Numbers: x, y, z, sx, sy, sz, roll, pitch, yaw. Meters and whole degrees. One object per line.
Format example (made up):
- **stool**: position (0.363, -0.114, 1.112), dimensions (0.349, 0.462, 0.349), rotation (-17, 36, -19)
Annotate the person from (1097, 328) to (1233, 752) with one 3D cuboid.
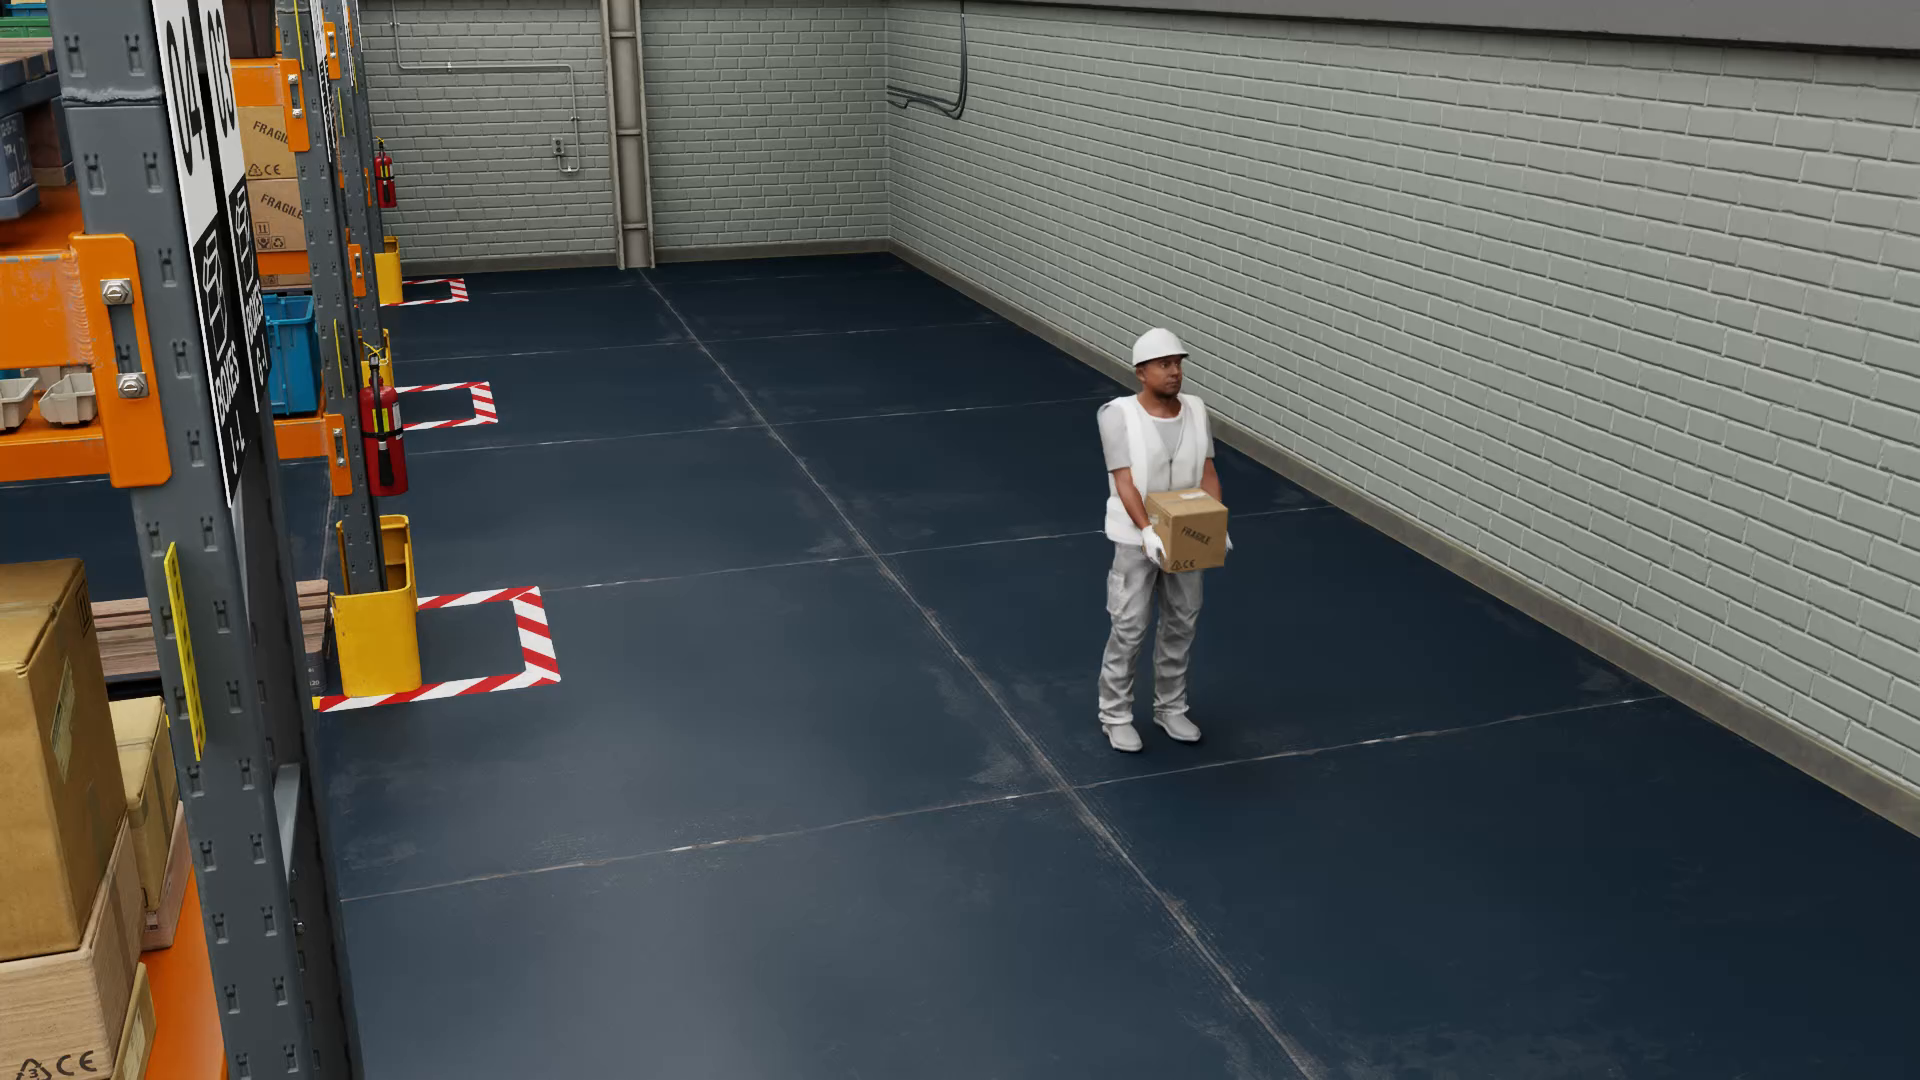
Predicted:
- **person**: position (0.866, 0.026, 6.957), dimensions (0.497, 1.786, 0.572), rotation (-8, 20, -21)
